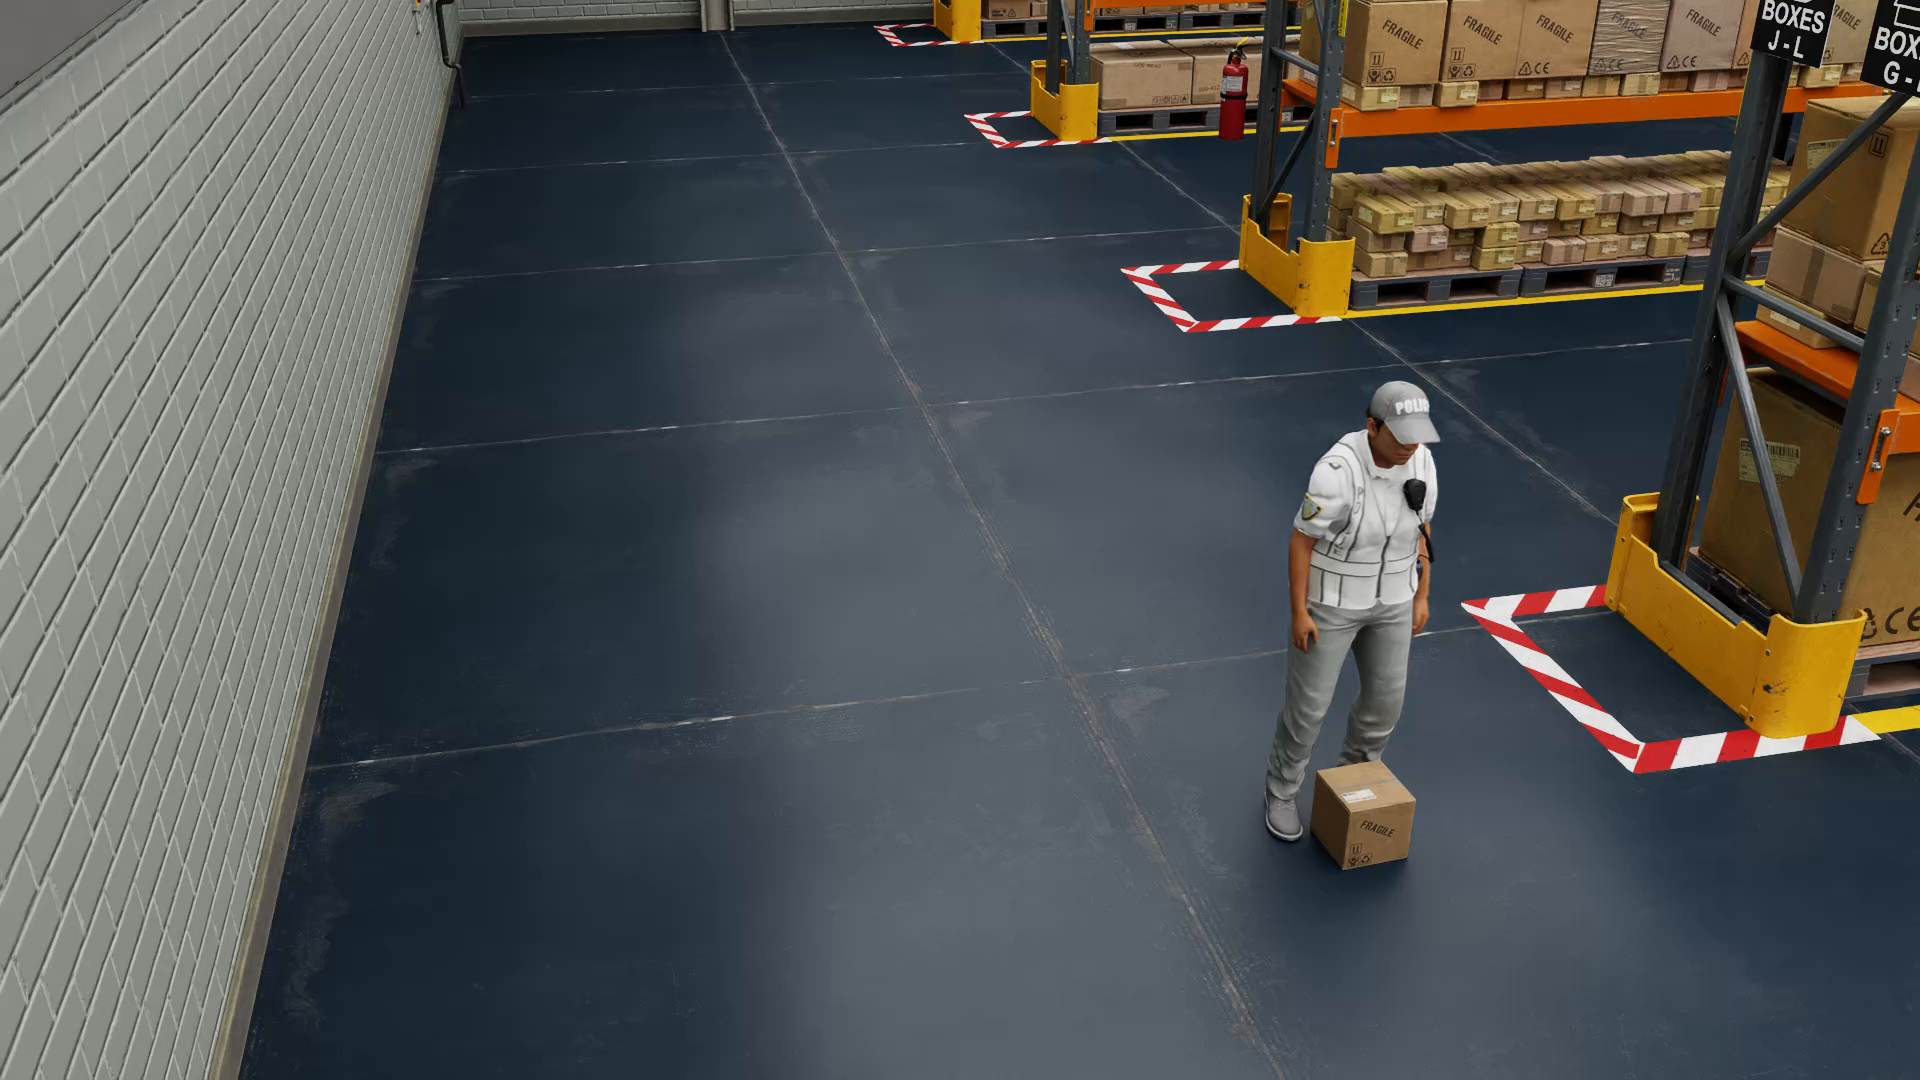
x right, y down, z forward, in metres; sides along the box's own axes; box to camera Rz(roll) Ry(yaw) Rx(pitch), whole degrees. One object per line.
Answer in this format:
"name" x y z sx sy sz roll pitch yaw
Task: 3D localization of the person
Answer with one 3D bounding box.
"person" 1.349 0.231 5.654 0.564 1.667 0.452 -7 28 -14
